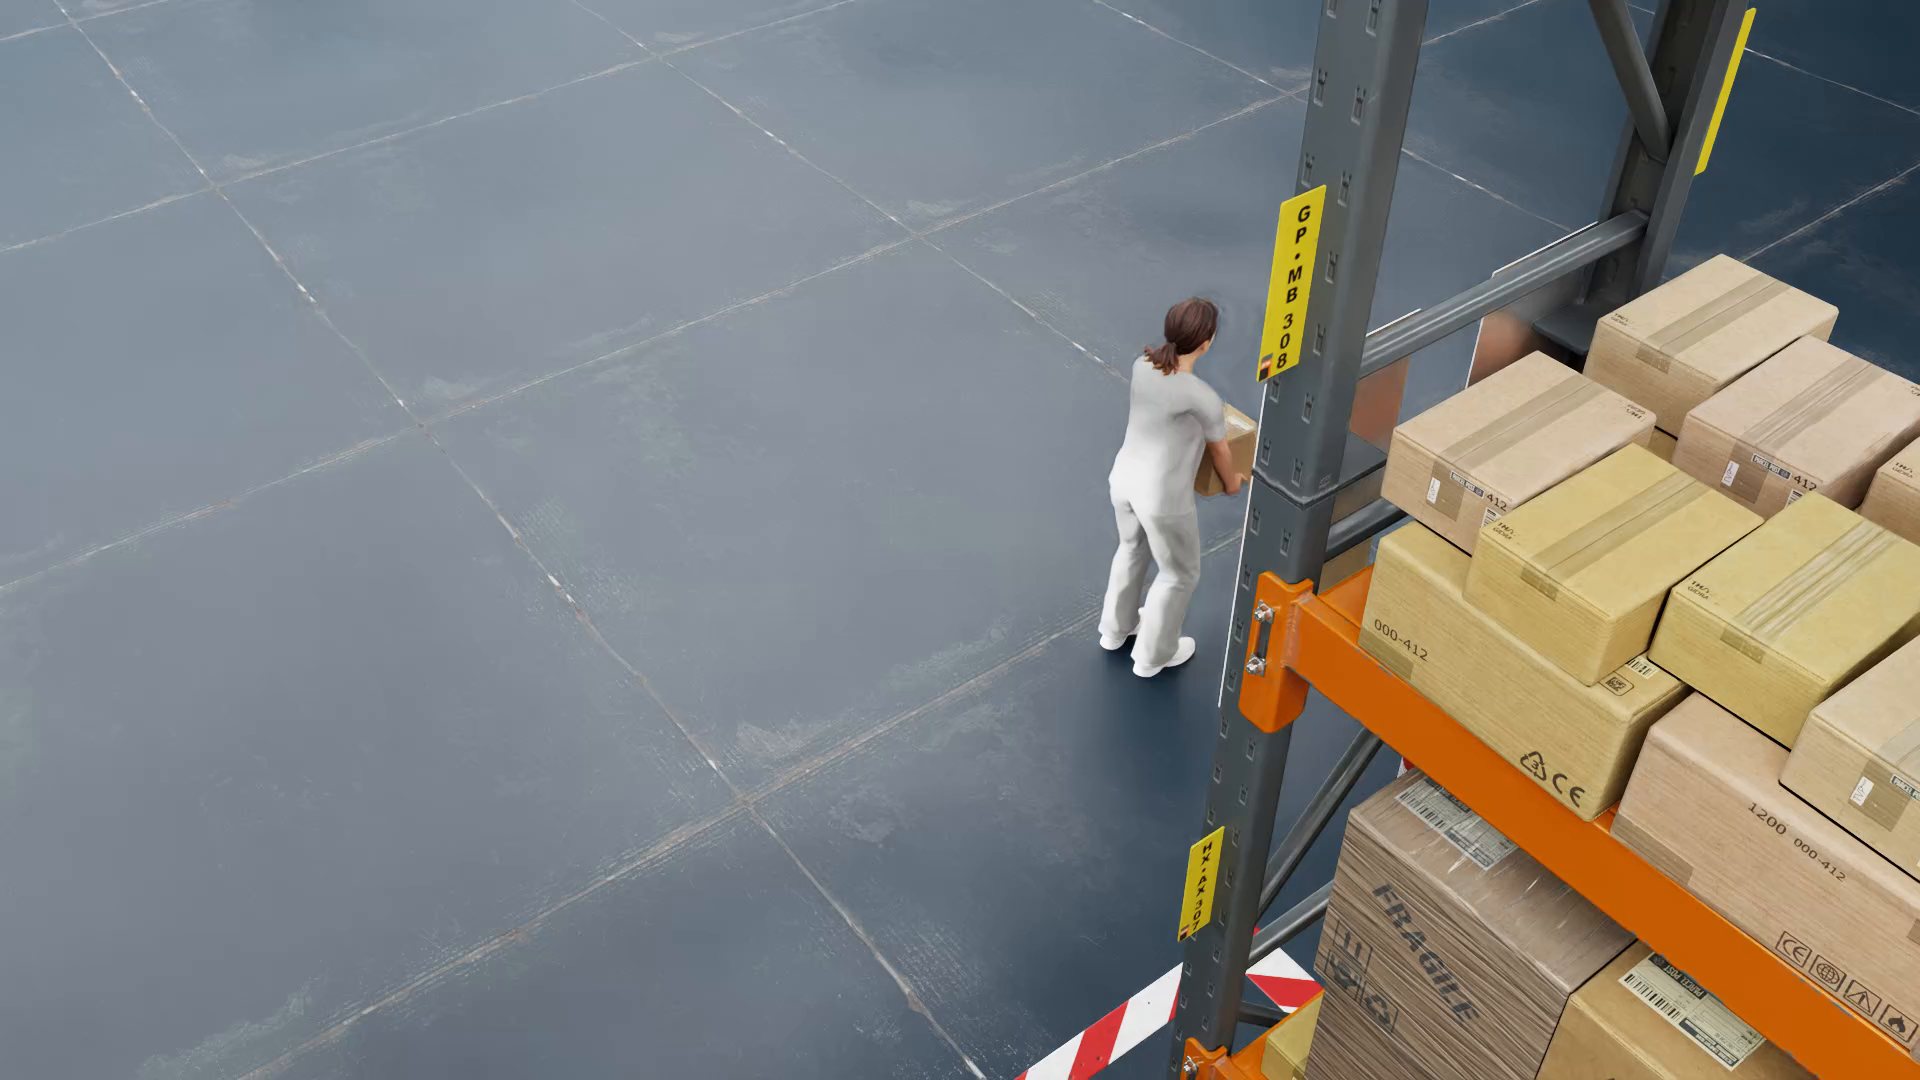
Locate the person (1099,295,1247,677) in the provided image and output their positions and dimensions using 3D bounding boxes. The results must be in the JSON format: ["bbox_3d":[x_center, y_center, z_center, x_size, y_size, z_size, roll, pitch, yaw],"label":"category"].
[{"bbox_3d":[0.825,-0.218,6.433,0.519,1.656,0.411,-27,47,-28],"label":"person"}]
